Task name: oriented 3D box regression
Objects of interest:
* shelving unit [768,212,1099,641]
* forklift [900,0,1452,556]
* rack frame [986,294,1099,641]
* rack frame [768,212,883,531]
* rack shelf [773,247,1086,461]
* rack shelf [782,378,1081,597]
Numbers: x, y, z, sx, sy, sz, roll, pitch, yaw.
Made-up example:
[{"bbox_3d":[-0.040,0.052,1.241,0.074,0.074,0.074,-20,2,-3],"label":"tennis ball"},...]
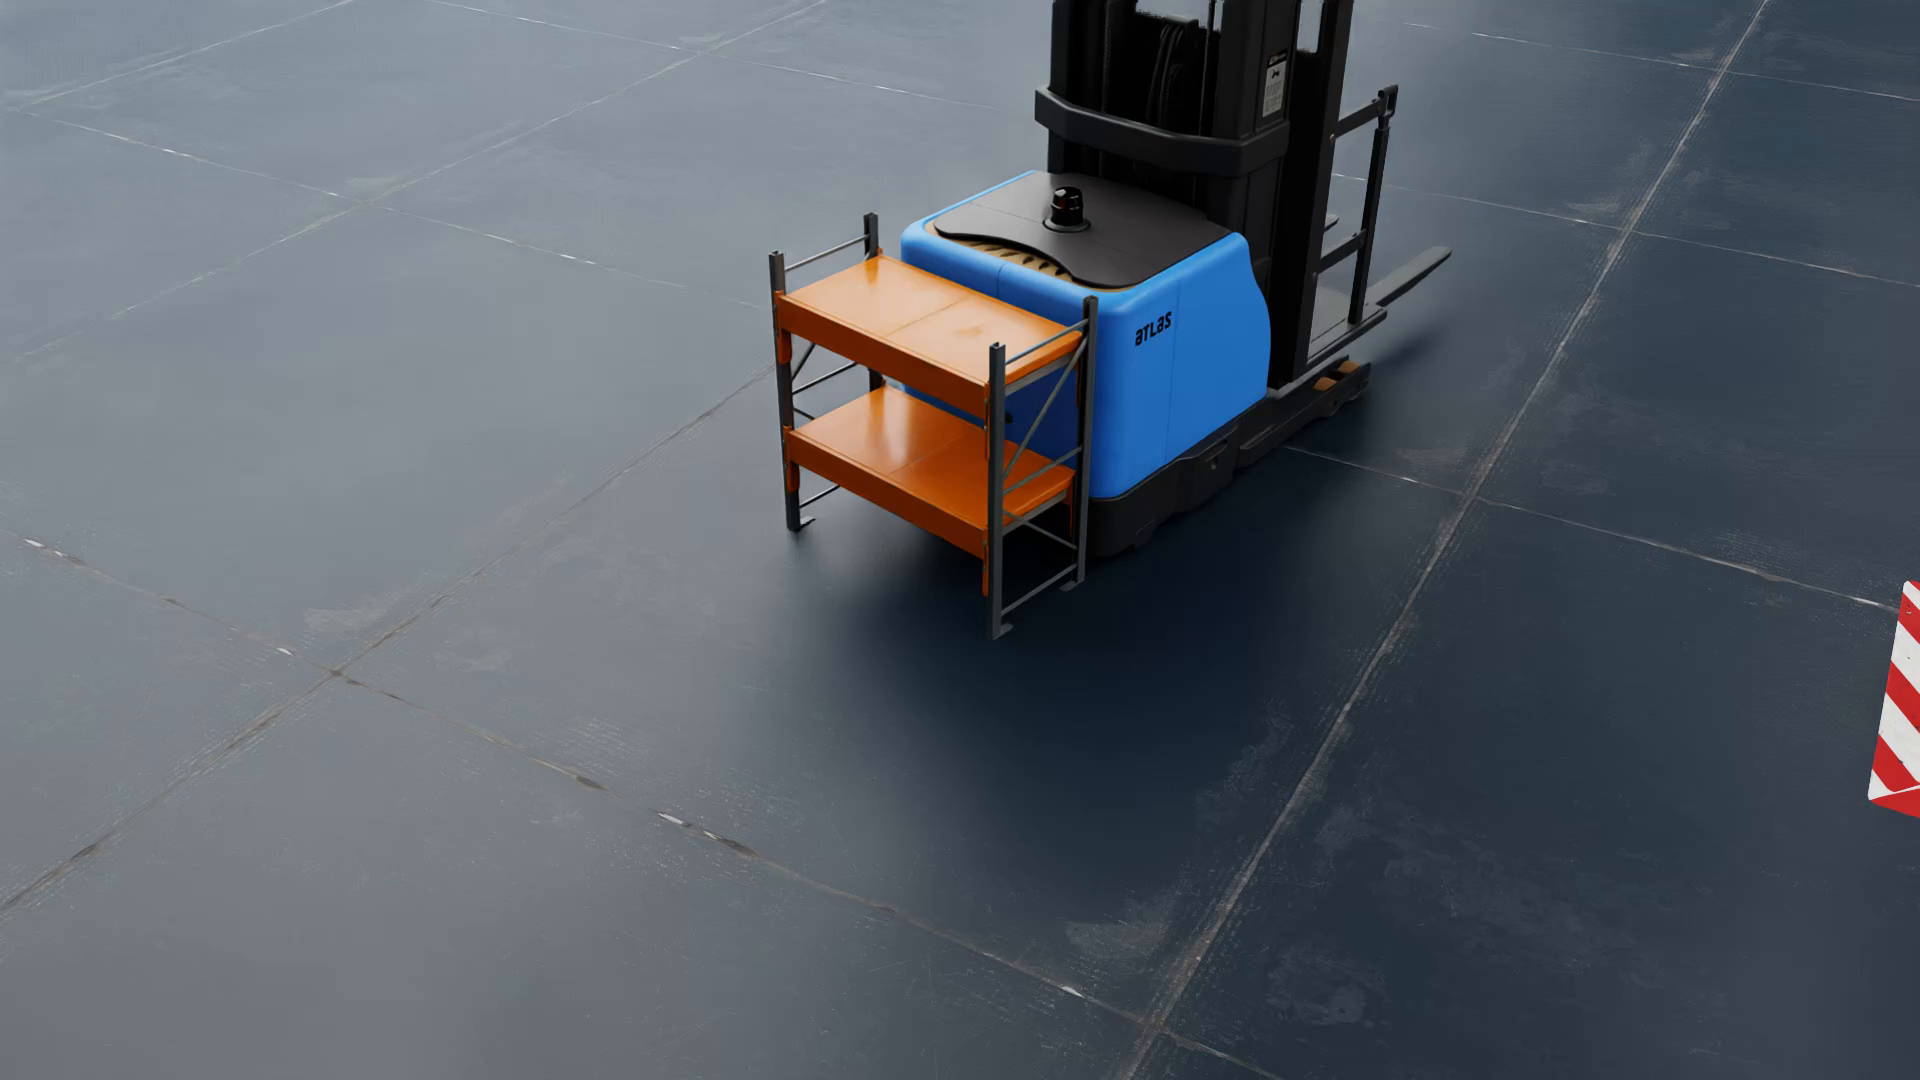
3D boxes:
[{"bbox_3d":[-0.103,-0.418,5.863,1.048,1.125,0.538,27,42,34],"label":"shelving unit"},{"bbox_3d":[1.108,-1.902,6.462,1.130,2.935,3.031,25,41,33],"label":"forklift"},{"bbox_3d":[0.271,-0.227,5.575,0.032,1.125,0.500,27,42,34],"label":"rack frame"},{"bbox_3d":[-0.476,-0.609,6.150,0.032,1.125,0.500,27,42,34],"label":"rack frame"},{"bbox_3d":[-0.103,-0.661,5.700,1.000,0.278,0.538,27,42,34],"label":"rack shelf"},{"bbox_3d":[-0.103,-0.214,5.998,1.000,0.278,0.538,27,42,34],"label":"rack shelf"}]
